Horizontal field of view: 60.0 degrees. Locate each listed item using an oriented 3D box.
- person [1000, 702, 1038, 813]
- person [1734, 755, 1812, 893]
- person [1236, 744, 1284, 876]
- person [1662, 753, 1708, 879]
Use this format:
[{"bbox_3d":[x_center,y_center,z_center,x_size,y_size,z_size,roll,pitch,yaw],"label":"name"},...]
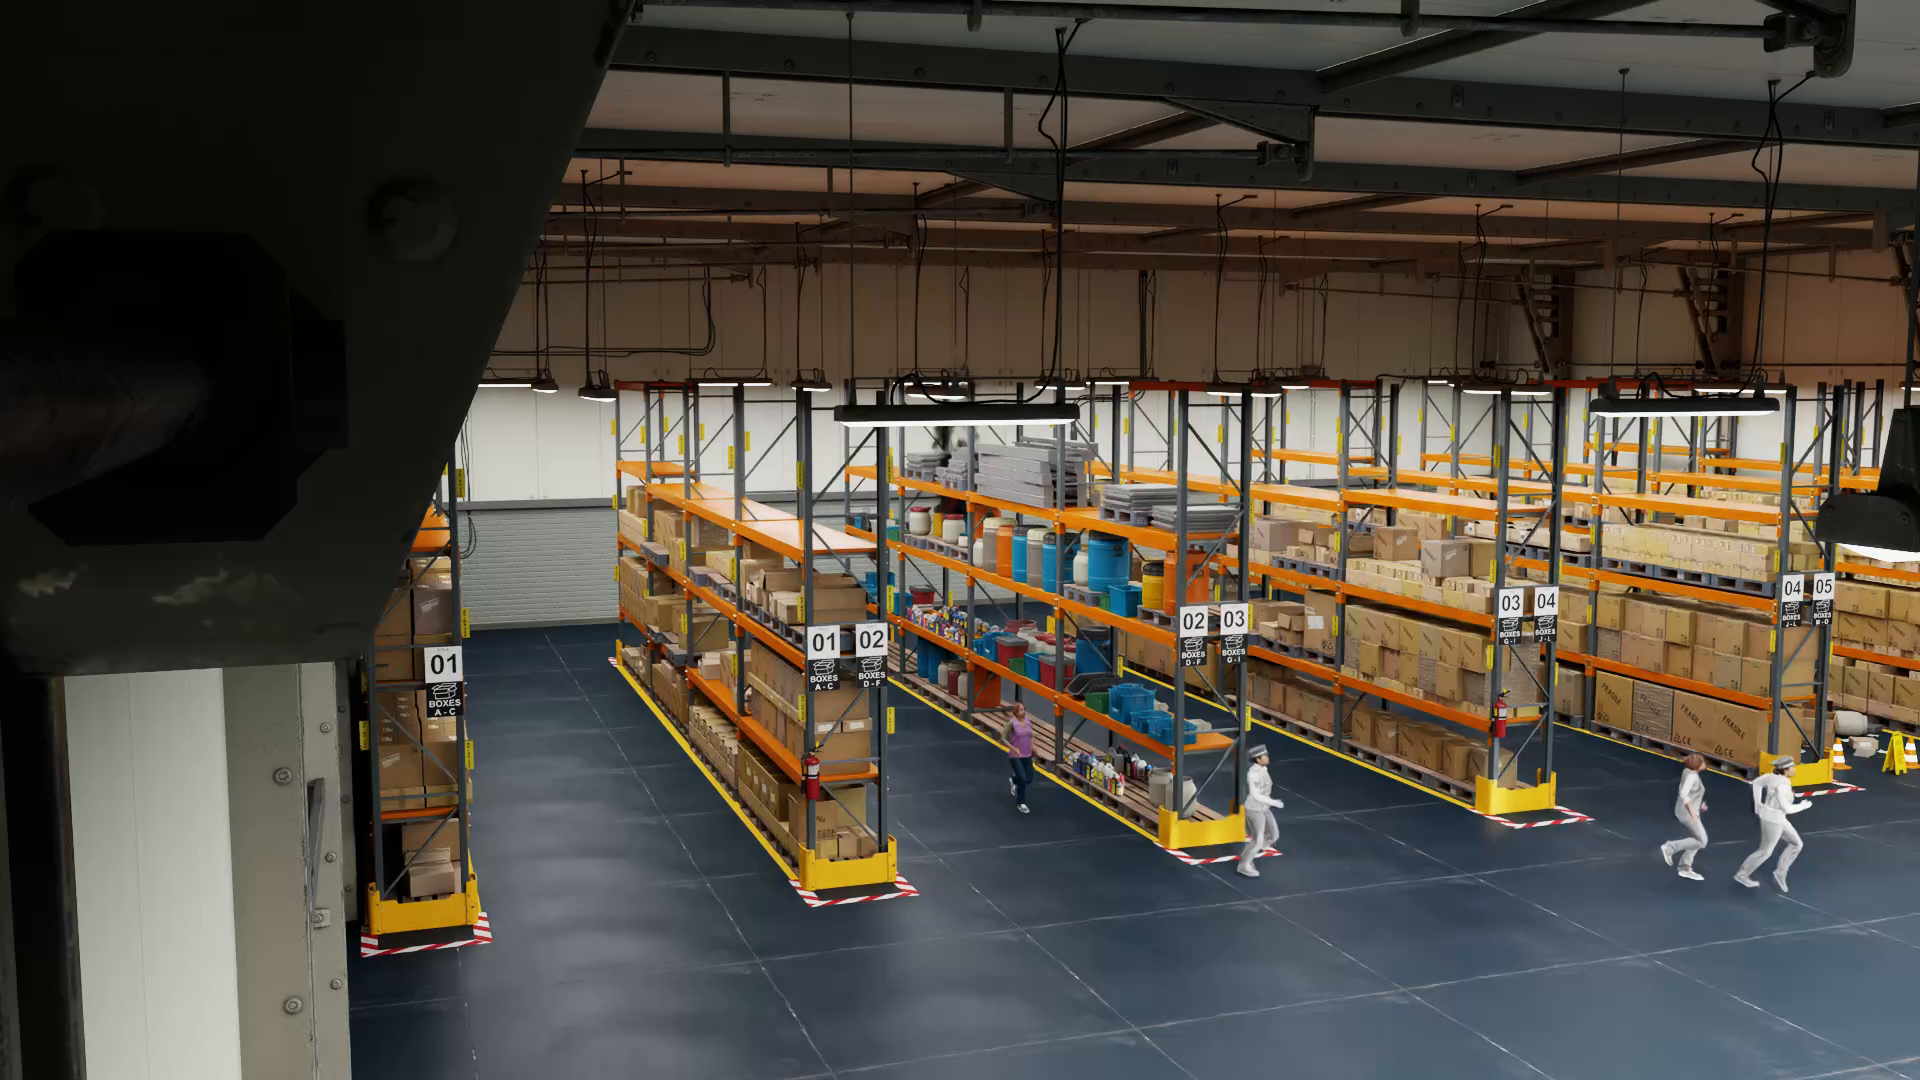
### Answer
[{"bbox_3d":[0.817,3.070,23.670,0.540,1.562,0.545,-4,7,-31],"label":"person"},{"bbox_3d":[9.747,3.388,19.934,0.793,1.685,0.641,2,6,19],"label":"person"},{"bbox_3d":[3.733,3.328,20.560,0.586,1.658,0.651,2,6,21],"label":"person"},{"bbox_3d":[8.966,3.400,20.550,0.535,1.559,0.554,2,6,15],"label":"person"}]
